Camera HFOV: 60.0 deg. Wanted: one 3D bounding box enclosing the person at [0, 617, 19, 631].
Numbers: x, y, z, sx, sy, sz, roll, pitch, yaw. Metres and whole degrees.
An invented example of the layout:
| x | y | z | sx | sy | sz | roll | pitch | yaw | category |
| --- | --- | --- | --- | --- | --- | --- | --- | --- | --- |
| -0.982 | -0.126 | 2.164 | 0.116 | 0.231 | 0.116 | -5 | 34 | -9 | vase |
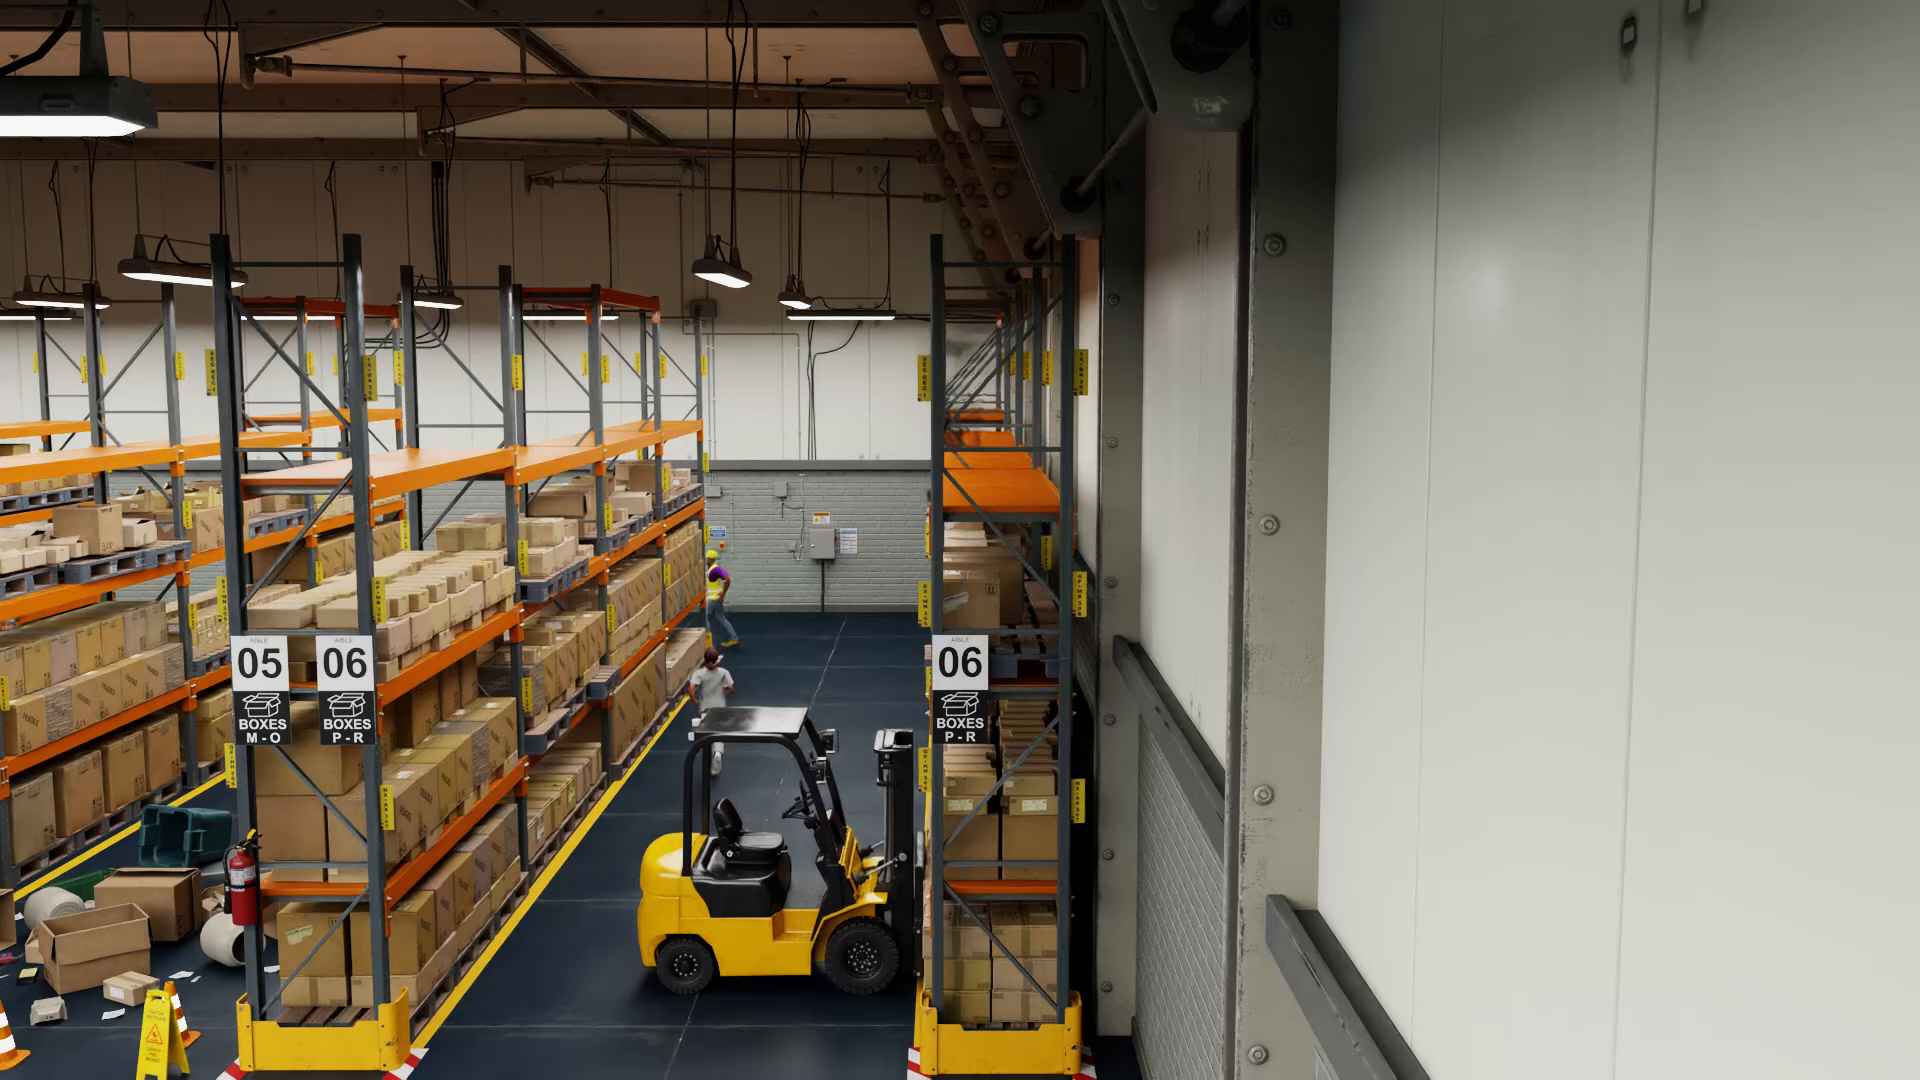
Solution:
| x | y | z | sx | sy | sz | roll | pitch | yaw | category |
| --- | --- | --- | --- | --- | --- | --- | --- | --- | --- |
| -12.901 | 1.826 | 22.658 | 0.628 | 1.701 | 0.944 | -1 | 6 | -7 | person |

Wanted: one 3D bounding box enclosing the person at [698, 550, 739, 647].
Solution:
| x | y | z | sx | sy | sz | roll | pitch | yaw | category |
| --- | --- | --- | --- | --- | --- | --- | --- | --- | --- |
| -4.316 | 1.070 | 29.214 | 0.825 | 1.812 | 0.628 | -1 | 6 | -6 | person |

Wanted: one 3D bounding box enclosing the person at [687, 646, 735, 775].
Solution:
| x | y | z | sx | sy | sz | roll | pitch | yaw | category |
| --- | --- | --- | --- | --- | --- | --- | --- | --- | --- |
| -3.029 | 2.133 | 20.292 | 0.576 | 1.668 | 0.796 | -1 | 6 | -9 | person |
